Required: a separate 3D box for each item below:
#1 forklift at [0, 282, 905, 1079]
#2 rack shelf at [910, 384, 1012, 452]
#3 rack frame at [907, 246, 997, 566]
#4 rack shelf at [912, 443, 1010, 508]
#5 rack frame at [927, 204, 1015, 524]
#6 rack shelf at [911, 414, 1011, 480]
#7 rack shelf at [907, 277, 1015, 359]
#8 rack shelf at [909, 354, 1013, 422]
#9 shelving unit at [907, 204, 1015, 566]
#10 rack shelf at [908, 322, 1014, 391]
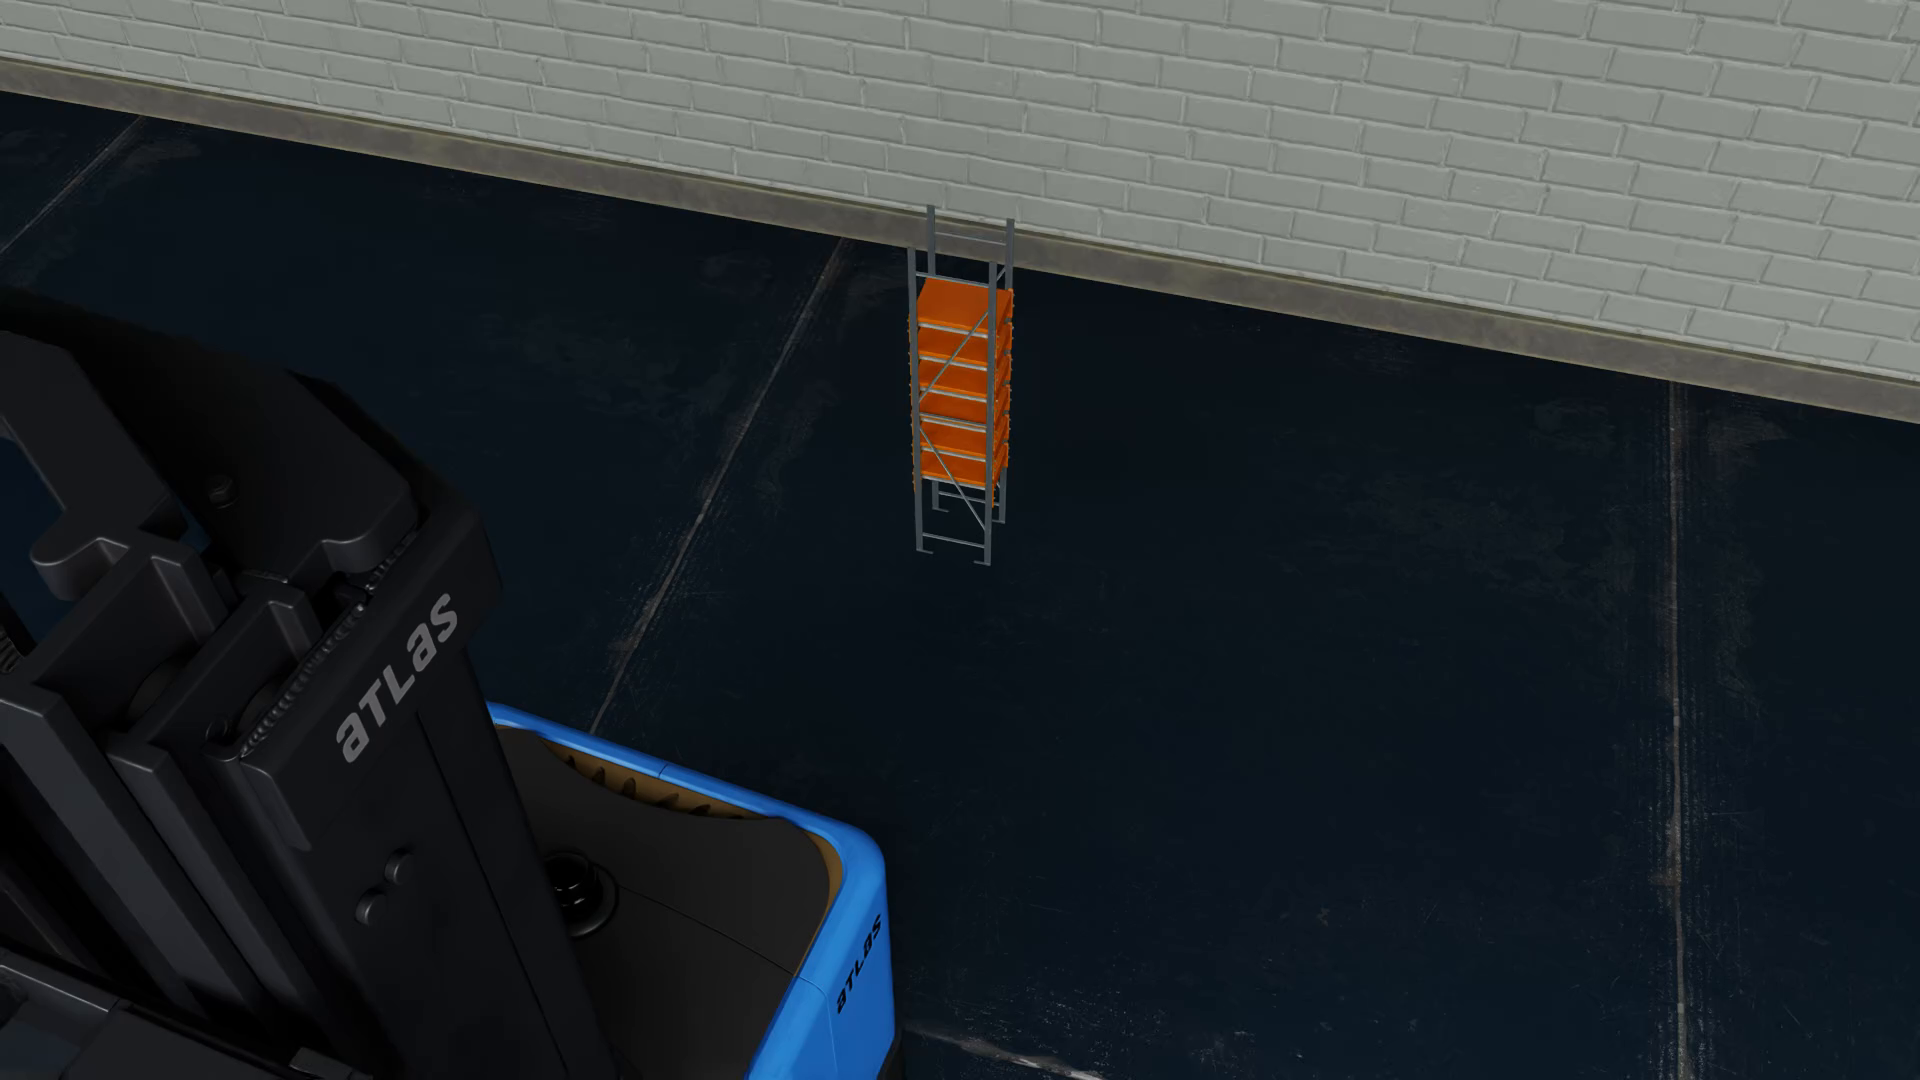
[{"bbox_3d":[-1.147,1.228,2.212,1.130,2.935,3.031,17,51,14],"label":"forklift"},{"bbox_3d":[0.004,-0.378,4.843,0.258,0.103,0.180,12,50,10],"label":"rack shelf"},{"bbox_3d":[-0.020,-0.341,4.751,0.240,1.200,0.006,12,50,10],"label":"rack frame"},{"bbox_3d":[0.004,-0.219,5.023,0.258,0.103,0.180,12,50,10],"label":"rack shelf"},{"bbox_3d":[0.028,-0.474,4.868,0.240,1.200,0.006,12,50,10],"label":"rack frame"},{"bbox_3d":[0.004,-0.299,4.933,0.258,0.103,0.180,12,50,10],"label":"rack shelf"},{"bbox_3d":[0.004,-0.616,4.573,0.258,0.103,0.180,12,50,10],"label":"rack shelf"},{"bbox_3d":[0.004,-0.457,4.753,0.258,0.103,0.180,12,50,10],"label":"rack shelf"},{"bbox_3d":[0.004,-0.407,4.809,0.258,1.200,0.189,12,50,10],"label":"shelving unit"},{"bbox_3d":[0.004,-0.537,4.663,0.258,0.103,0.180,12,50,10],"label":"rack shelf"}]
